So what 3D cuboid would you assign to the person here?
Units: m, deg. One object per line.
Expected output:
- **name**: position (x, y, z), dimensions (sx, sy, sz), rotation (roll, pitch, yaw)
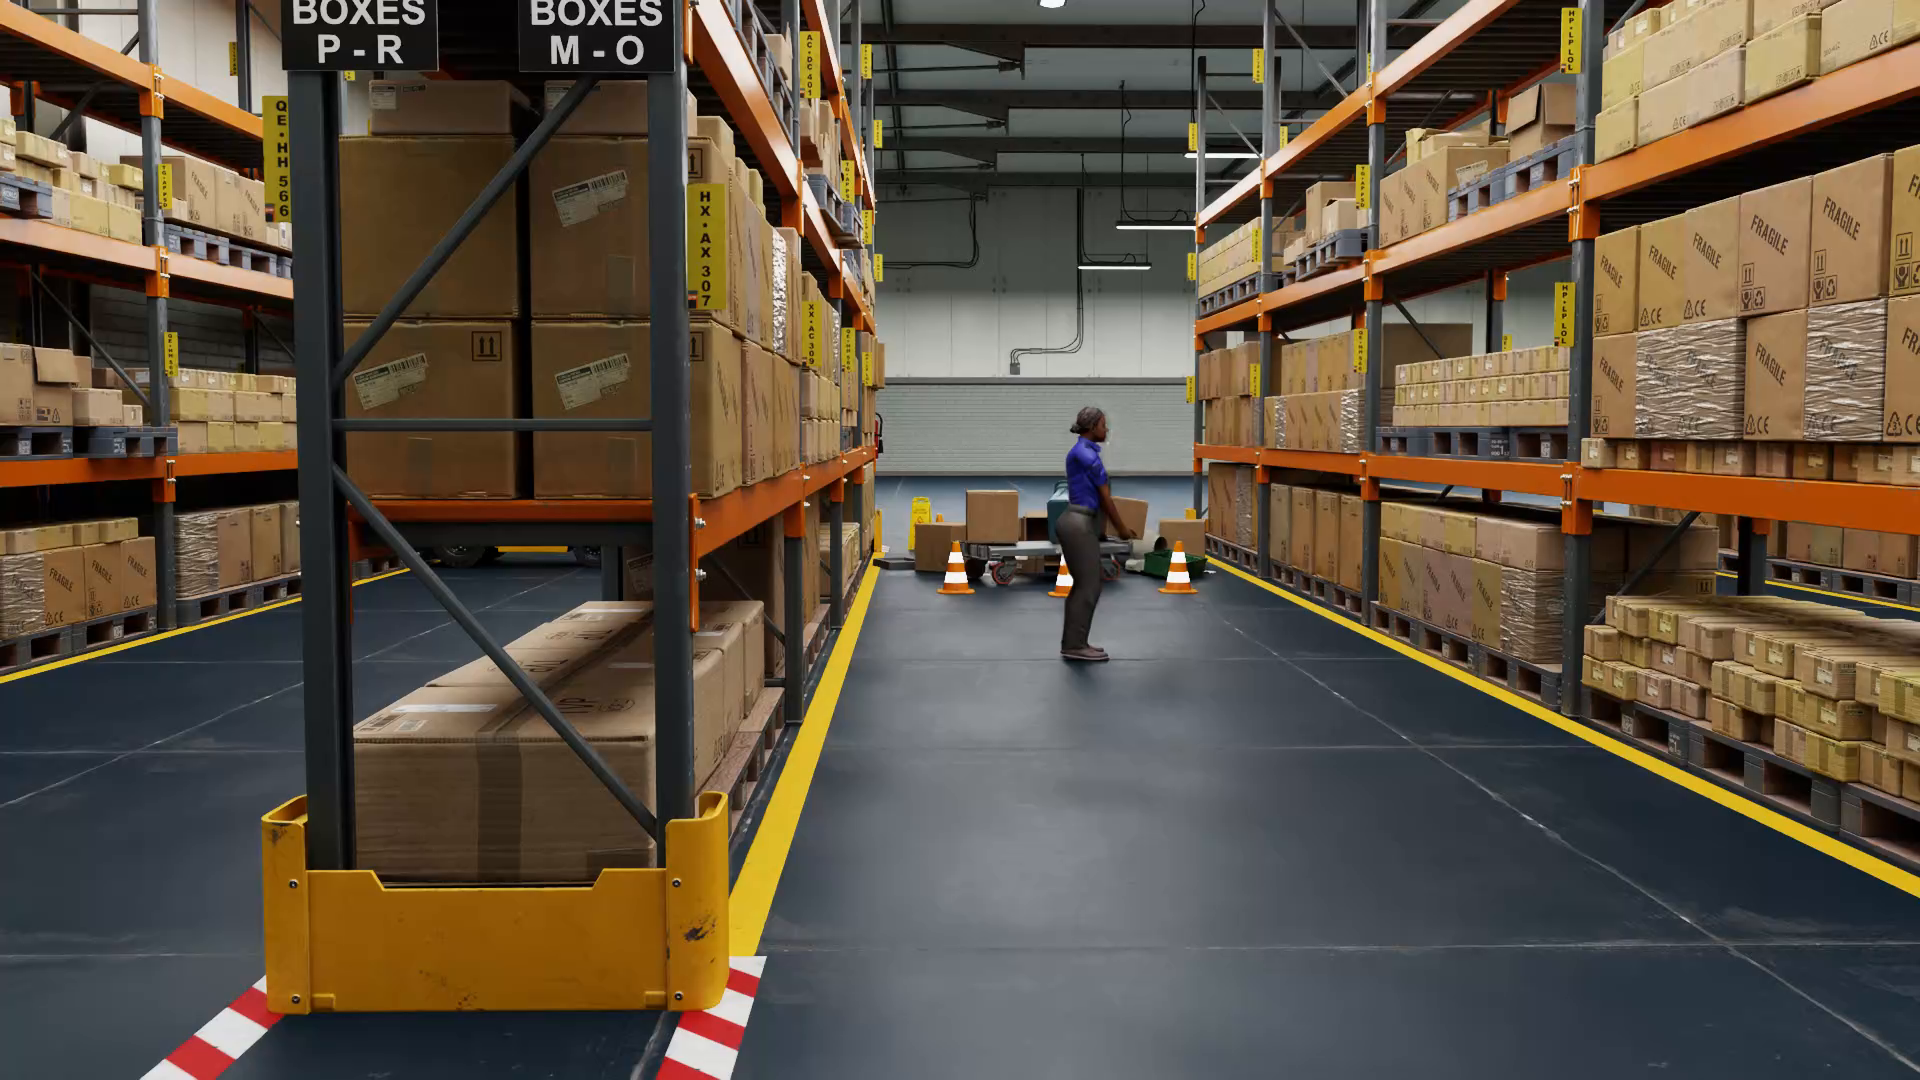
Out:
- **person**: position (0.882, -0.048, 10.857), dimensions (0.522, 1.652, 0.413), rotation (0, 4, -2)
